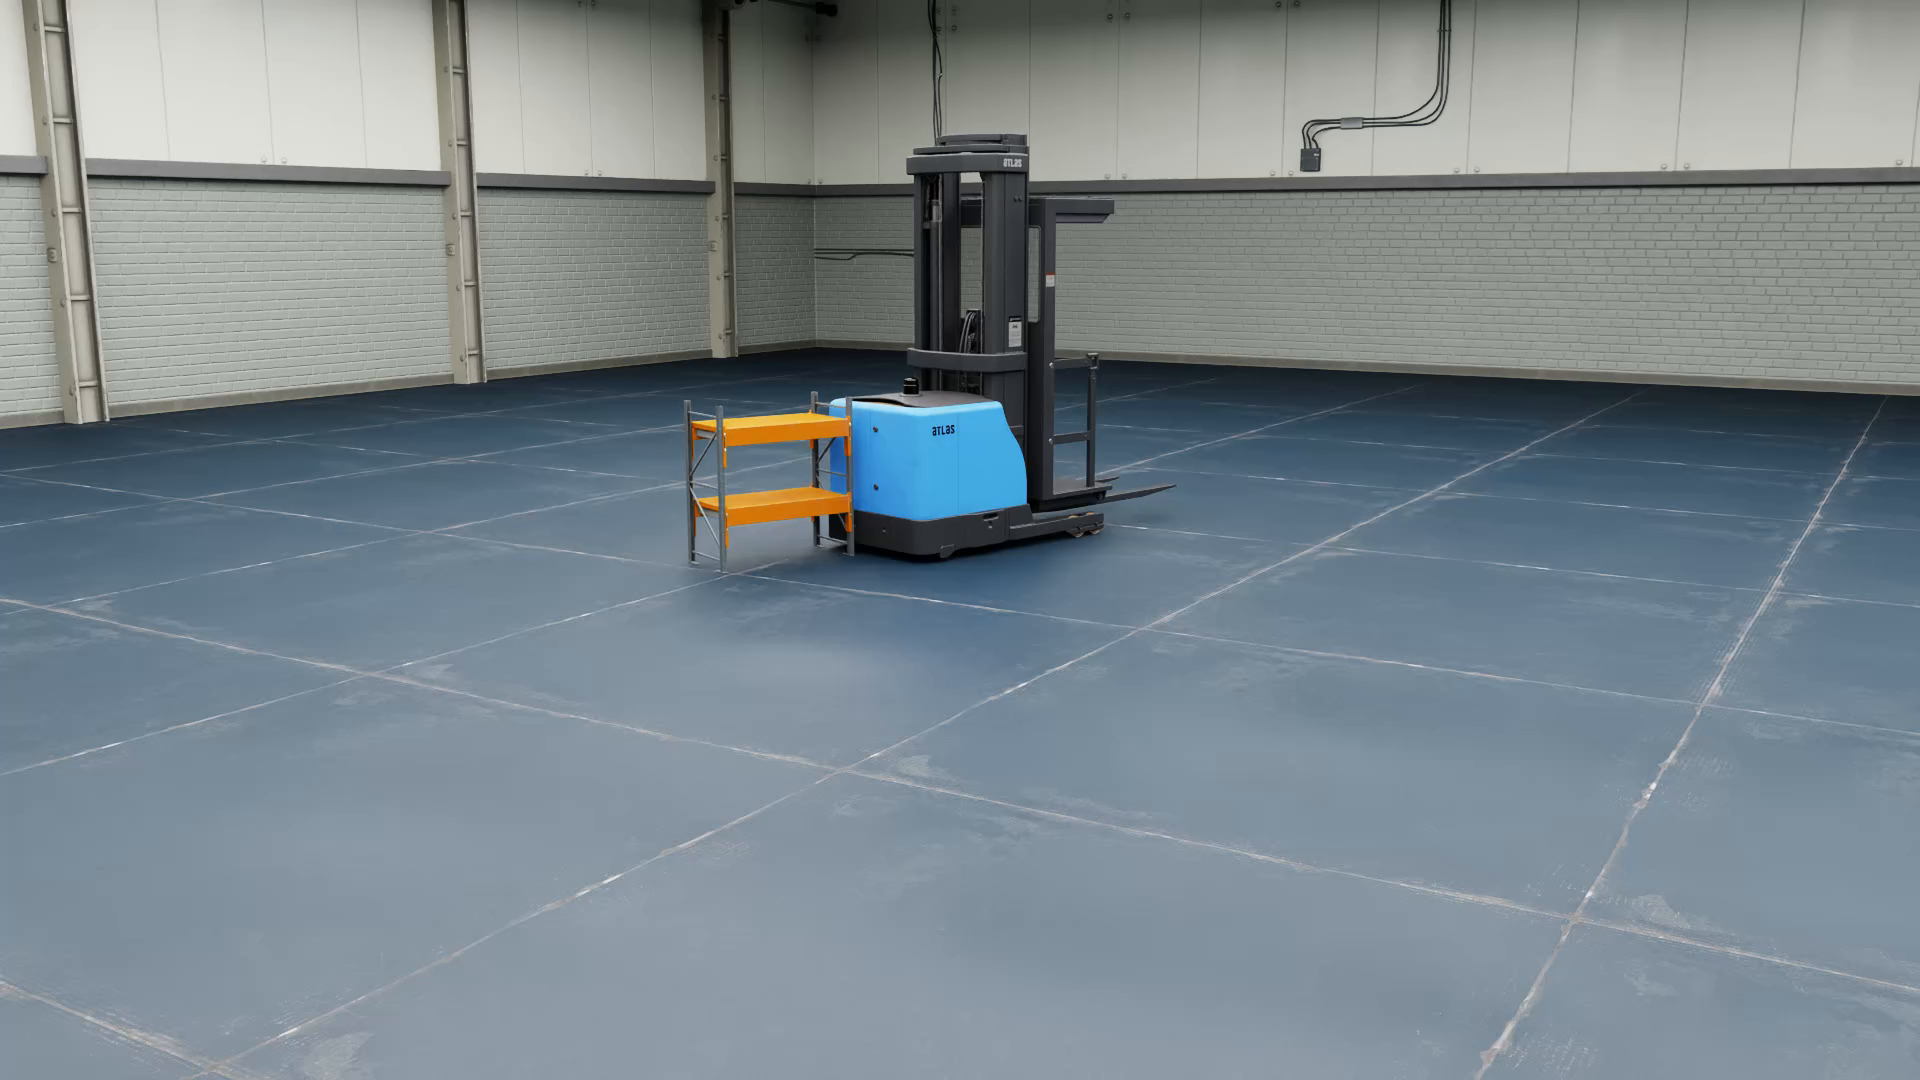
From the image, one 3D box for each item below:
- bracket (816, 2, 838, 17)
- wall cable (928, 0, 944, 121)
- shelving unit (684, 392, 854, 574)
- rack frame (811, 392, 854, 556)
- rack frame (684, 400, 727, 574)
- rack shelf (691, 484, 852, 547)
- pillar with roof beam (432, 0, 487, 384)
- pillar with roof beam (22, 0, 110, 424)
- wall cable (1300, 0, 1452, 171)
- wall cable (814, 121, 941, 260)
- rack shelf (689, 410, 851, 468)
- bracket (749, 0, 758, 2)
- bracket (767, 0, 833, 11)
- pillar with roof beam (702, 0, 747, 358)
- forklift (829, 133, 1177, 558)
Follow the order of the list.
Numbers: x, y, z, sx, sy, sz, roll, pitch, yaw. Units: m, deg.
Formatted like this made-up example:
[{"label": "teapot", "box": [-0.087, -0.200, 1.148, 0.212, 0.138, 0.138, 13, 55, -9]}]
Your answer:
[{"label": "bracket", "box": [-2.501, -9.905, 31.039, 0.235, 0.232, 0.430, 6, 12, 31]}, {"label": "wall cable", "box": [0.721, -8.766, 29.453, 3.097, 2.526, 0.112, 6, 12, 31]}, {"label": "shelving unit", "box": [-1.317, -0.420, 11.555, 1.048, 1.125, 0.538, -8, 13, -36]}, {"label": "rack frame", "box": [-0.909, -0.476, 11.854, 0.032, 1.125, 0.500, -8, 13, -36]}, {"label": "rack frame", "box": [-1.724, -0.364, 11.257, 0.032, 1.125, 0.500, -8, 13, -36]}, {"label": "rack shelf", "box": [-1.317, -0.180, 11.600, 1.000, 0.278, 0.538, -8, 13, -36]}, {"label": "pillar with roof beam", "box": [-3.686, -6.377, 21.975, 9.100, 9.000, 0.400, 6, 12, 31]}, {"label": "pillar with roof beam", "box": [-6.801, -5.433, 16.934, 9.100, 9.000, 0.400, 6, 12, 31]}, {"label": "wall cable", "box": [6.515, -8.831, 25.841, 2.305, 6.003, 0.169, 6, 12, 31]}, {"label": "wall cable", "box": [-1.591, -6.542, 31.298, 3.097, 2.526, 0.112, 6, 12, 31]}, {"label": "rack shelf", "box": [-1.317, -0.708, 11.501, 1.000, 0.278, 0.538, -8, 13, -36]}, {"label": "bracket", "box": [-3.732, -9.532, 29.048, 0.235, 0.232, 0.430, 6, 12, 31]}, {"label": "bracket", "box": [-2.808, -9.812, 30.543, 0.076, 0.066, 3.189, 6, 12, 31]}, {"label": "pillar with roof beam", "box": [-0.571, -7.320, 27.015, 9.100, 9.000, 0.548, 6, 12, 31]}, {"label": "forklift", "box": [0.452, -1.522, 12.531, 3.031, 2.935, 1.130, -10, 15, -43]}]
